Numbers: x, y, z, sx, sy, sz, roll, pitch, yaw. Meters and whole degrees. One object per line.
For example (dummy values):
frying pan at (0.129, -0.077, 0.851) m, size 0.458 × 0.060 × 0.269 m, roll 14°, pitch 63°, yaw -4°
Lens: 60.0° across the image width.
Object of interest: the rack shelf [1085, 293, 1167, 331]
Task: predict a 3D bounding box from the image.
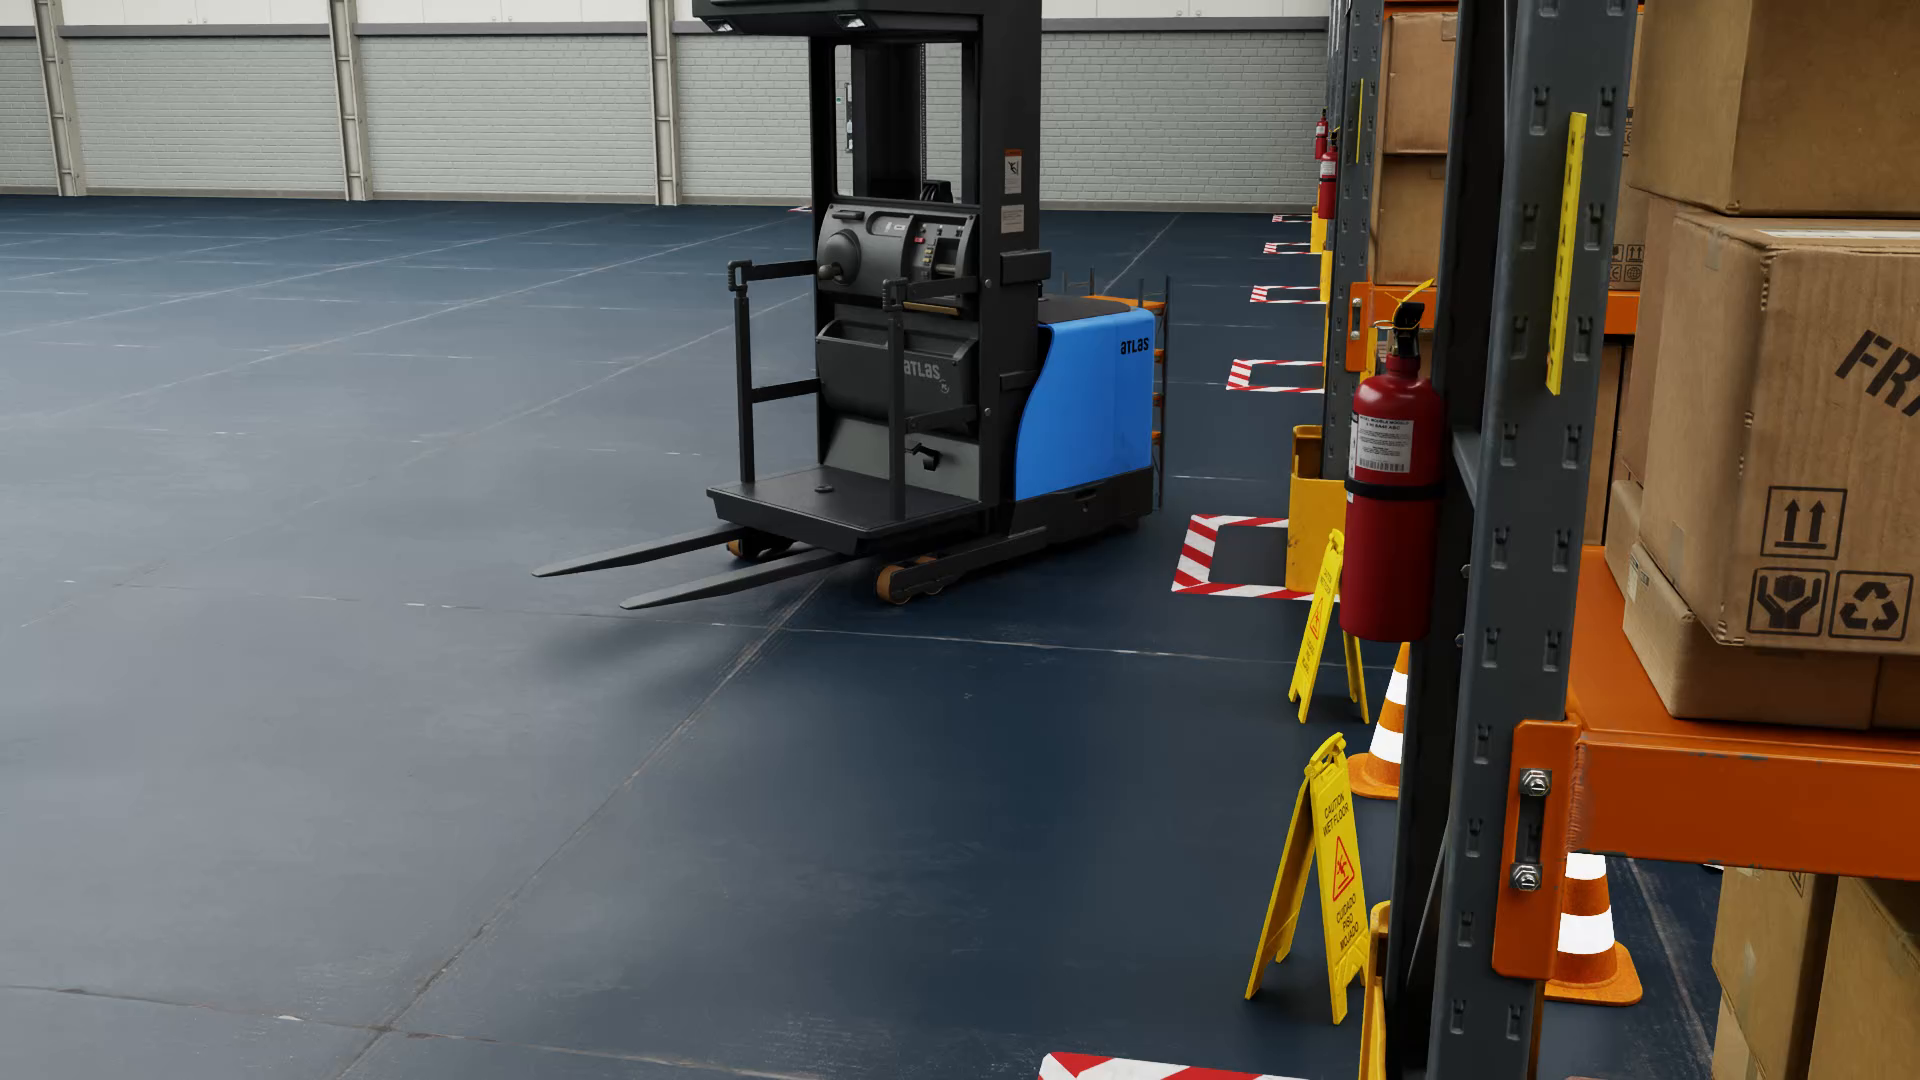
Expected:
rack shelf at (0.783, -1.141, 8.392) m, size 0.480 × 0.148 × 0.258 m, roll 14°, pitch 21°, yaw 42°

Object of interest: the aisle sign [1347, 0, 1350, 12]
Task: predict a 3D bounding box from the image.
aisle sign at (1.586, -2.543, 6.685) m, size 0.004 × 0.787 × 0.394 m, roll 3°, pitch 16°, yaw 11°

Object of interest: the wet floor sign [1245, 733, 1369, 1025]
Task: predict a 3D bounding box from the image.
wet floor sign at (0.855, 0.780, 3.969) m, size 0.232 × 0.644 × 0.267 m, roll 9°, pitch 18°, yaw 30°

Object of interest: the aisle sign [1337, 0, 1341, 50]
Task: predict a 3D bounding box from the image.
aisle sign at (3.661, -5.133, 16.034) m, size 0.004 × 0.787 × 0.394 m, roll 3°, pitch 16°, yaw 11°

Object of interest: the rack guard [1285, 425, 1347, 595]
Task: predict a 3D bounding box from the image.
rack guard at (1.691, -0.162, 7.640) m, size 0.348 × 0.500 × 1.175 m, roll 3°, pitch 16°, yaw 11°

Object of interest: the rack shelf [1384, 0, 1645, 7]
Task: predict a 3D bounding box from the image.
rack shelf at (4.762, -3.650, 11.278) m, size 4.000 × 0.370 × 1.077 m, roll 3°, pitch 16°, yaw 11°

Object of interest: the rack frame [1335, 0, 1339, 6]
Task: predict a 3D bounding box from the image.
rack frame at (4.780, -8.140, 20.520) m, size 0.127 × 3.000 × 1.000 m, roll 3°, pitch 16°, yaw 11°

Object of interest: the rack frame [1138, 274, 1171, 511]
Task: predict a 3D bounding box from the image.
rack frame at (0.958, -0.717, 8.334) m, size 0.015 × 1.200 × 0.240 m, roll 14°, pitch 21°, yaw 42°

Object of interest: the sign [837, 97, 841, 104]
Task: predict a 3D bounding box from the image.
sign at (-2.190, -7.521, 28.464) m, size 0.331 × 0.109 × 0.001 m, roll 3°, pitch 16°, yaw 11°

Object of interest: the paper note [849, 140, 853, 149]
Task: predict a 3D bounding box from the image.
paper note at (-1.831, -6.797, 28.562) m, size 0.142 × 0.148 × 0.016 m, roll 3°, pitch 16°, yaw 11°

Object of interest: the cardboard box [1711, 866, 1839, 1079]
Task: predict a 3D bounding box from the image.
cardboard box at (1.665, 0.671, 2.911) m, size 0.500 × 0.500 × 0.500 m, roll 3°, pitch 16°, yaw 11°

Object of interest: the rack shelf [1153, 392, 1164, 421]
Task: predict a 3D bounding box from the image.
rack shelf at (0.783, -0.698, 8.515) m, size 0.480 × 0.148 × 0.258 m, roll 14°, pitch 21°, yaw 42°

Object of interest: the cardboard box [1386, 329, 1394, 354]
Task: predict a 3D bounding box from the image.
cardboard box at (3.411, -1.618, 12.108) m, size 0.500 × 0.500 × 0.500 m, roll 6°, pitch 17°, yaw 21°

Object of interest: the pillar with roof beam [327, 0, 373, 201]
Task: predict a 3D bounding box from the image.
pillar with roof beam at (-11.875, -9.456, 25.273) m, size 0.400 × 9.000 × 9.100 m, roll 3°, pitch 16°, yaw 11°

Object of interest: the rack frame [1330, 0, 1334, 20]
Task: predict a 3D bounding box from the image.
rack frame at (5.764, -9.436, 25.199) m, size 0.127 × 3.000 × 1.000 m, roll 3°, pitch 16°, yaw 11°

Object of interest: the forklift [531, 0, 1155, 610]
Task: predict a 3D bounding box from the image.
forklift at (-0.433, -1.293, 7.170) m, size 1.130 × 2.935 × 3.031 m, roll 14°, pitch 21°, yaw 42°

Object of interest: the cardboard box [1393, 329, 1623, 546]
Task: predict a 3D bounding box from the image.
cardboard box at (2.393, -0.525, 7.461) m, size 0.875 × 0.875 × 0.875 m, roll 3°, pitch 16°, yaw 11°

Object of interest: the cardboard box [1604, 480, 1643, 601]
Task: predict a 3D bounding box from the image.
cardboard box at (1.237, 0.020, 2.771) m, size 0.250 × 0.149 × 0.380 m, roll 4°, pitch 16°, yaw 13°

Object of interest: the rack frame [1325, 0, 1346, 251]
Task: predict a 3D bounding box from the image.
rack frame at (3.789, -3.953, 16.644) m, size 0.127 × 3.000 × 1.000 m, roll 3°, pitch 16°, yaw 11°

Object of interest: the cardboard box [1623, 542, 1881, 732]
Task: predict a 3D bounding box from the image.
cardboard box at (1.119, 0.128, 2.380) m, size 0.250 × 0.149 × 0.380 m, roll 3°, pitch 16°, yaw 11°

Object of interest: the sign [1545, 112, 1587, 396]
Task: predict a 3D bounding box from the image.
sign at (0.720, -0.340, 1.980) m, size 0.005 × 0.325 × 0.100 m, roll 3°, pitch 16°, yaw 11°

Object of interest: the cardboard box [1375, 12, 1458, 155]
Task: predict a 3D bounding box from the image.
cardboard box at (2.071, -1.928, 7.030) m, size 0.550 × 0.550 × 0.875 m, roll 3°, pitch 16°, yaw 11°

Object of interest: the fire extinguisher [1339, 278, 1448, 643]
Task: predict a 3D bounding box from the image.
fire extinguisher at (0.807, -0.154, 3.075) m, size 0.183 × 0.674 × 0.296 m, roll 3°, pitch 16°, yaw 11°

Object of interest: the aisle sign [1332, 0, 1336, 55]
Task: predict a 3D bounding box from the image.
aisle sign at (4.655, -6.425, 20.697) m, size 0.004 × 0.787 × 0.394 m, roll 3°, pitch 16°, yaw 11°

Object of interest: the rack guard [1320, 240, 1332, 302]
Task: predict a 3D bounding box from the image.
rack guard at (3.873, -2.757, 17.007) m, size 0.348 × 0.500 × 1.175 m, roll 3°, pitch 16°, yaw 11°

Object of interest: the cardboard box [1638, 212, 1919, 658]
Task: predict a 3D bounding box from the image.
cardboard box at (1.237, -0.159, 2.202) m, size 0.500 × 0.500 × 0.500 m, roll 3°, pitch 16°, yaw 10°

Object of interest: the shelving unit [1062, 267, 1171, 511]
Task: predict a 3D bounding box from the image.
shelving unit at (0.783, -0.762, 8.497) m, size 0.503 × 1.200 × 0.258 m, roll 14°, pitch 21°, yaw 42°

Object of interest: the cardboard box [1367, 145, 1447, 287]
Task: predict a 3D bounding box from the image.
cardboard box at (2.088, -1.430, 7.253) m, size 0.550 × 0.550 × 0.875 m, roll 3°, pitch 16°, yaw 11°

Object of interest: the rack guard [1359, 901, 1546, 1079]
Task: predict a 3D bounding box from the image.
rack guard at (0.902, 1.144, 2.927) m, size 0.348 × 0.500 × 1.175 m, roll 3°, pitch 16°, yaw 11°

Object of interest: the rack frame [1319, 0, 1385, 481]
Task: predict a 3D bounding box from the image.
rack frame at (1.715, -1.365, 7.302) m, size 0.127 × 3.000 × 1.000 m, roll 3°, pitch 16°, yaw 11°

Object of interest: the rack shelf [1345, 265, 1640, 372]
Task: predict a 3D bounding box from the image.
rack shelf at (3.675, -0.912, 7.014) m, size 4.000 × 0.370 × 1.077 m, roll 3°, pitch 16°, yaw 11°

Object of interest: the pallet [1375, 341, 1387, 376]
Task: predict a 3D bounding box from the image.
pallet at (3.666, -1.257, 12.135) m, size 1.213 × 0.211 × 1.003 m, roll 3°, pitch 16°, yaw 11°

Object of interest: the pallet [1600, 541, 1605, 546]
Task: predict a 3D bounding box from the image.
pallet at (2.514, 0.001, 7.594) m, size 1.213 × 0.211 × 1.003 m, roll 3°, pitch 16°, yaw 11°

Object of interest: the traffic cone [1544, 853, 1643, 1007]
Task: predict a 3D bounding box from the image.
traffic cone at (1.506, 0.843, 4.082) m, size 0.334 × 0.463 × 0.336 m, roll 3°, pitch 16°, yaw 11°

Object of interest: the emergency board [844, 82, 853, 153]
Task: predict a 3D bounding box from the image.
emergency board at (-1.672, -7.194, 28.345) m, size 0.643 × 1.169 × 0.194 m, roll 3°, pitch 16°, yaw 11°
